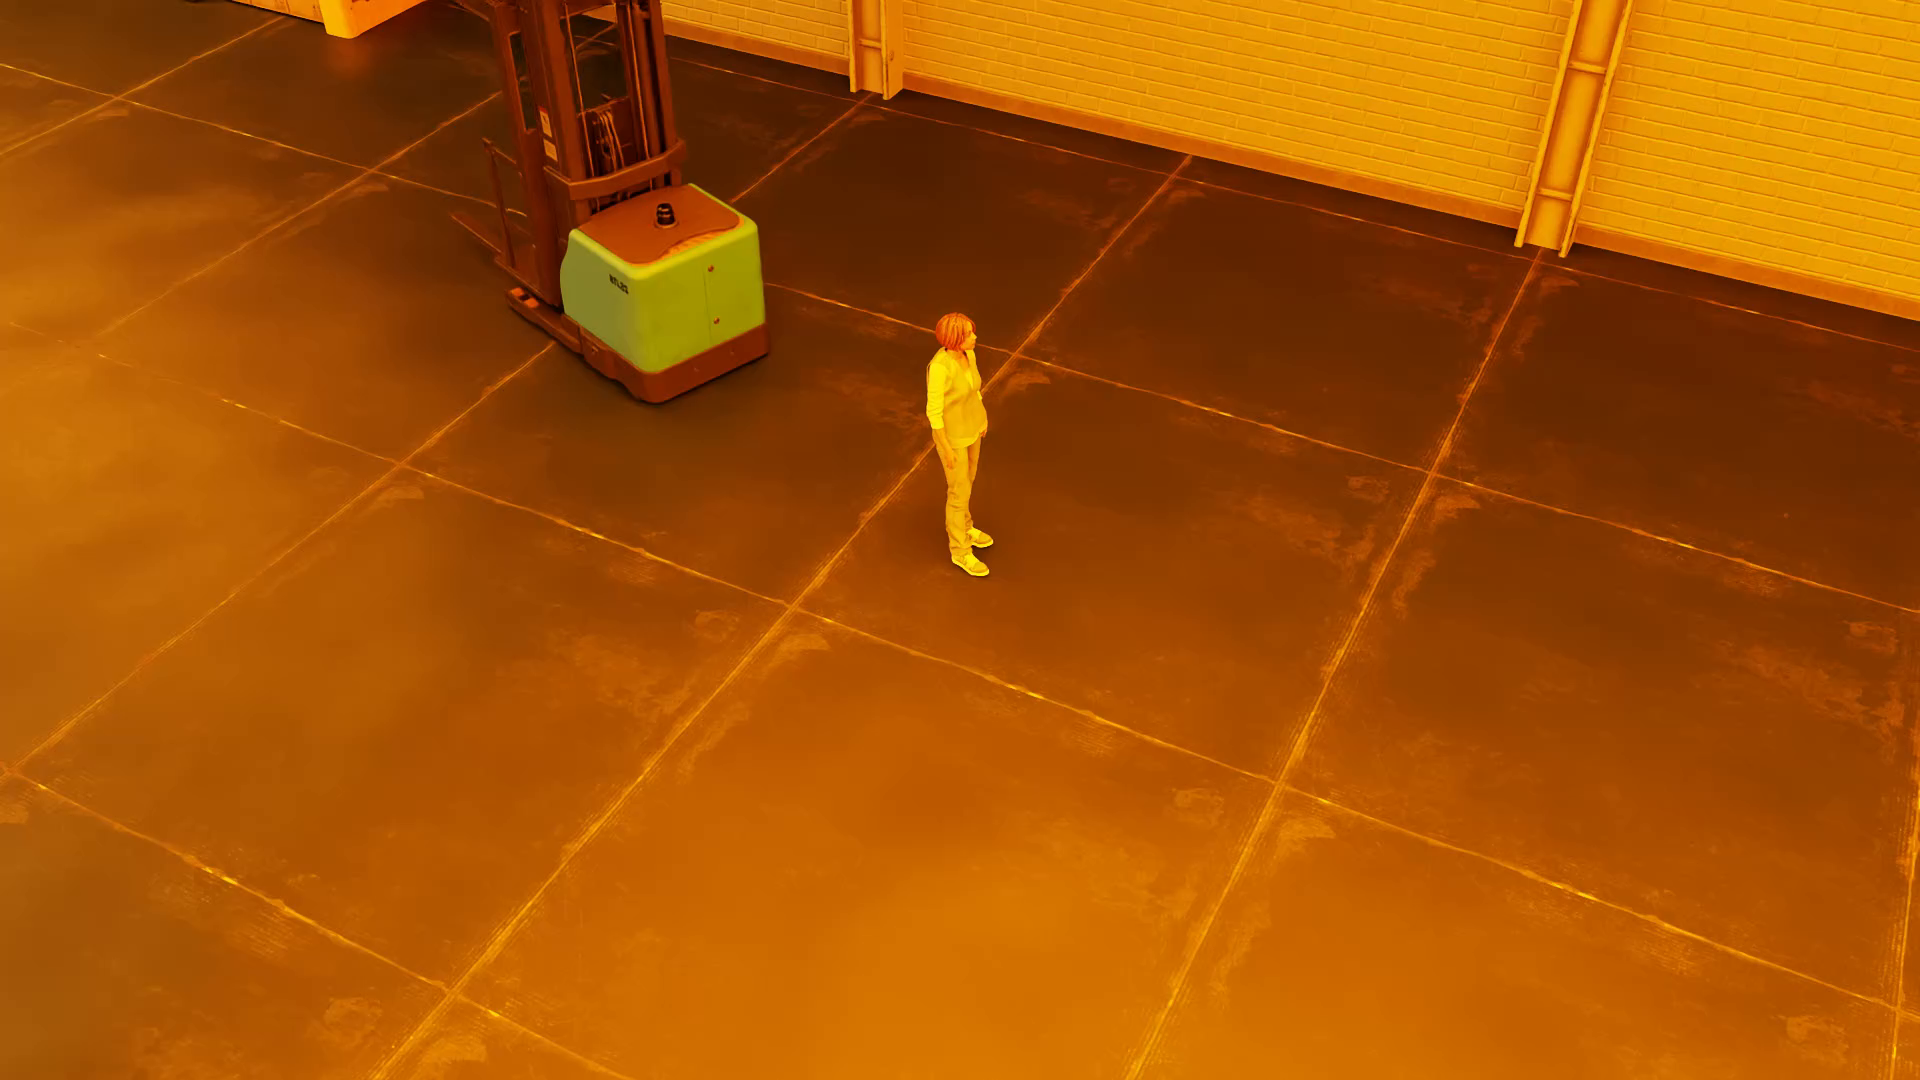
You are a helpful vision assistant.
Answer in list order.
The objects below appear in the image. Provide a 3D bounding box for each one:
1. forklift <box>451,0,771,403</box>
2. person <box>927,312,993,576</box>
[{"bbox_3d":[-2.700,-2.913,11.446,1.130,2.935,3.031,-30,49,-31],"label":"forklift"},{"bbox_3d":[0.059,-0.587,9.707,0.475,1.597,0.520,18,43,21],"label":"person"}]
